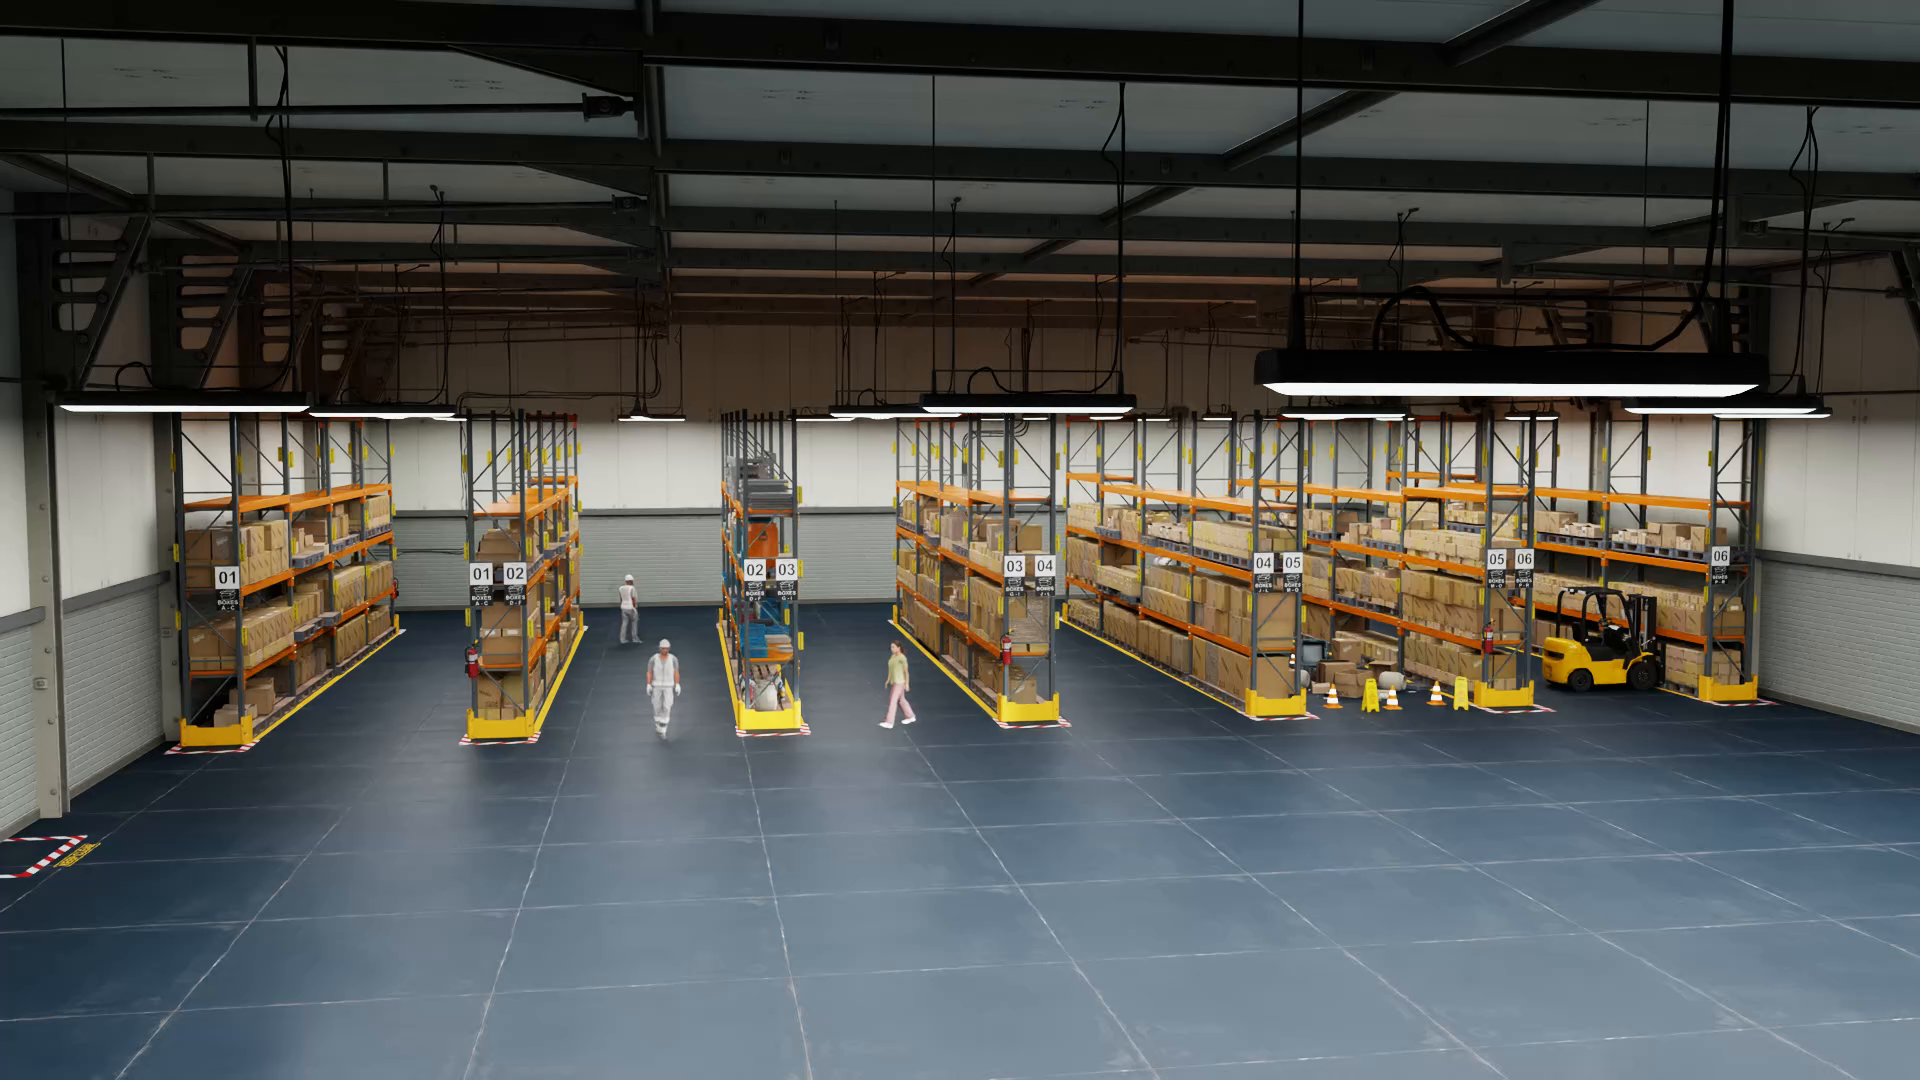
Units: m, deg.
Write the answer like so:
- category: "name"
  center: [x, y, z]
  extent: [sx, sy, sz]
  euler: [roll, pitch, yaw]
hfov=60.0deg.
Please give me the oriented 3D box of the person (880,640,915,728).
- category: "person"
  center: [-1.197, 2.709, 31.463]
  extent: [0.868, 1.649, 0.445]
  euler: [-2, 4, -26]

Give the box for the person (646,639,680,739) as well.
- category: "person"
  center: [-5.440, 2.734, 30.504]
  extent: [0.616, 1.822, 0.656]
  euler: [-1, 4, -9]

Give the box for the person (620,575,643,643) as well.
- category: "person"
  center: [-8.608, 1.813, 43.410]
  extent: [0.595, 1.806, 0.615]
  euler: [3, 5, 33]

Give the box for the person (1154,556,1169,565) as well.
- category: "person"
  center: [6.402, 1.156, 52.763]
  extent: [0.940, 1.749, 0.572]
  euler: [-4, 5, -42]
